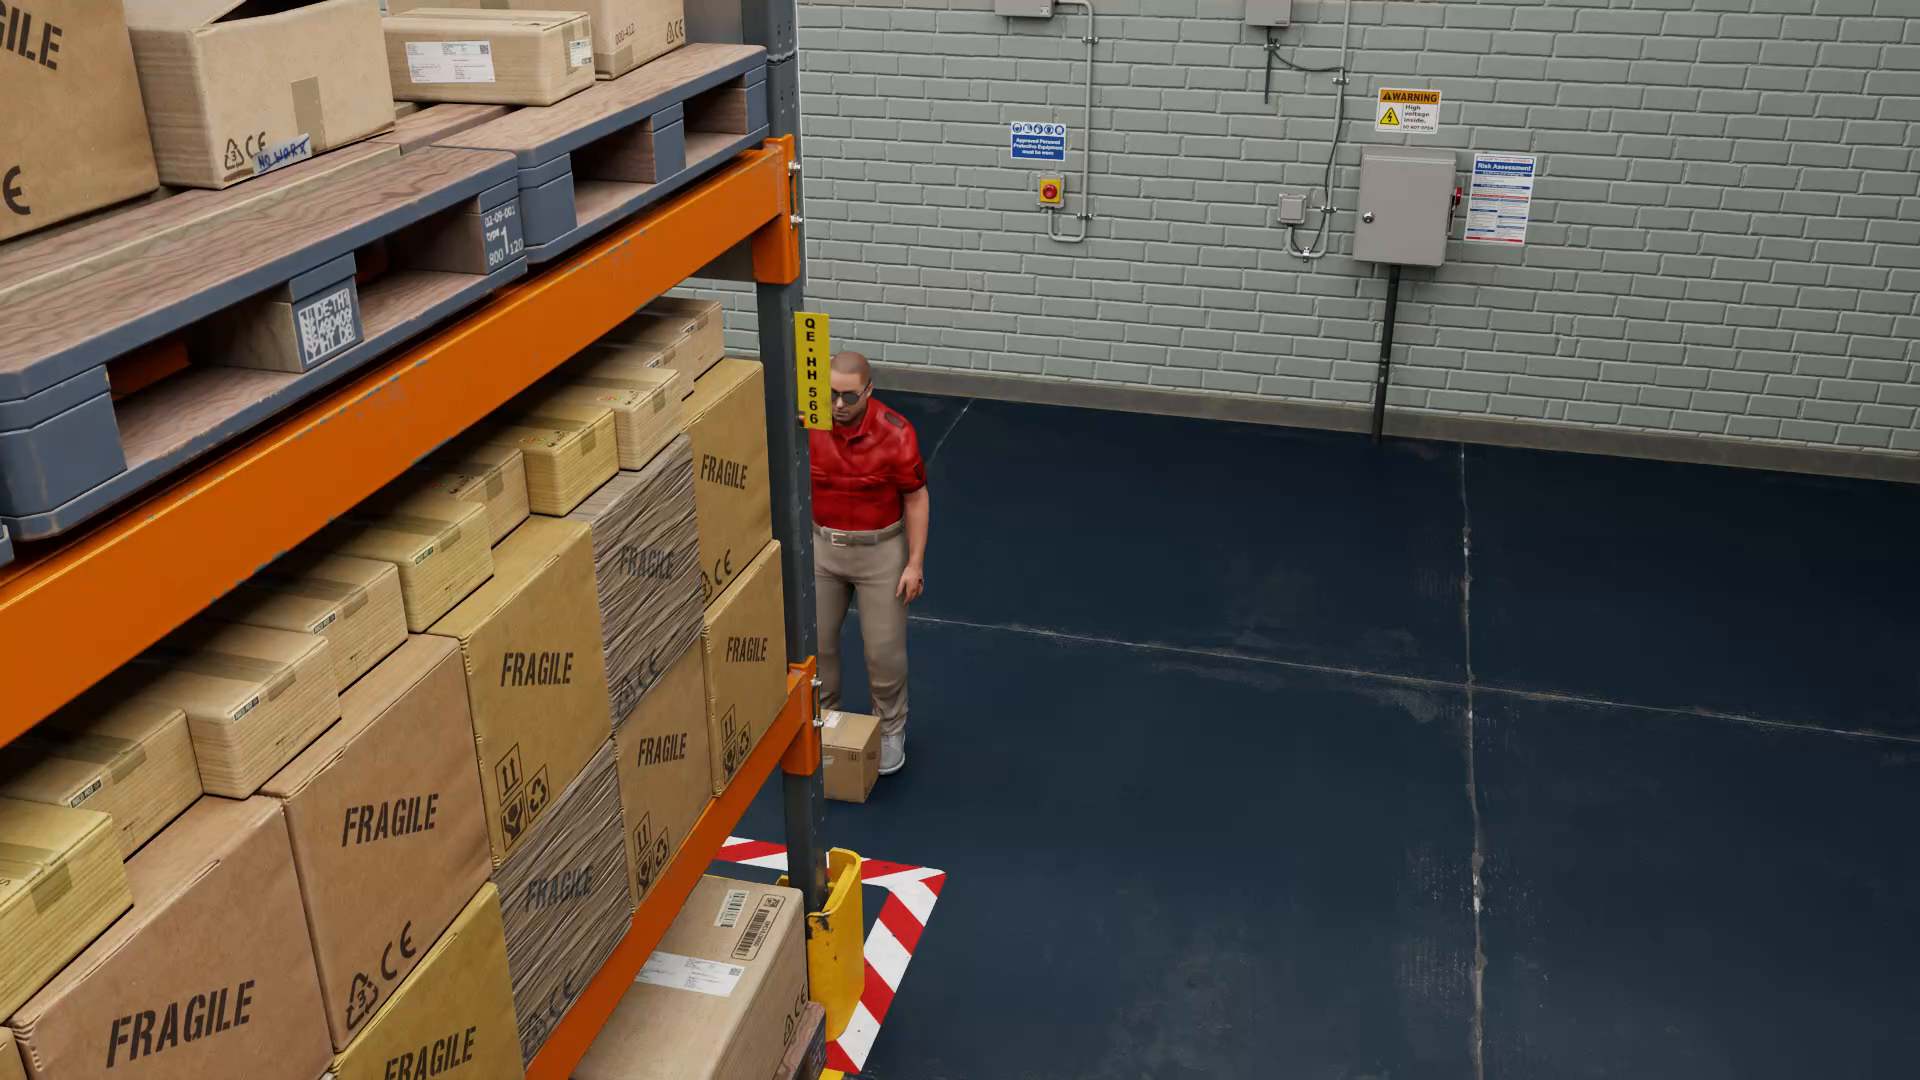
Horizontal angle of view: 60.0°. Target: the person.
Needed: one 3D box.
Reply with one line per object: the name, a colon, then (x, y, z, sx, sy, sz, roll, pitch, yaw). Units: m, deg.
person: (-0.411, 0.077, 6.460, 0.585, 1.727, 0.392, 6, 26, 13)
